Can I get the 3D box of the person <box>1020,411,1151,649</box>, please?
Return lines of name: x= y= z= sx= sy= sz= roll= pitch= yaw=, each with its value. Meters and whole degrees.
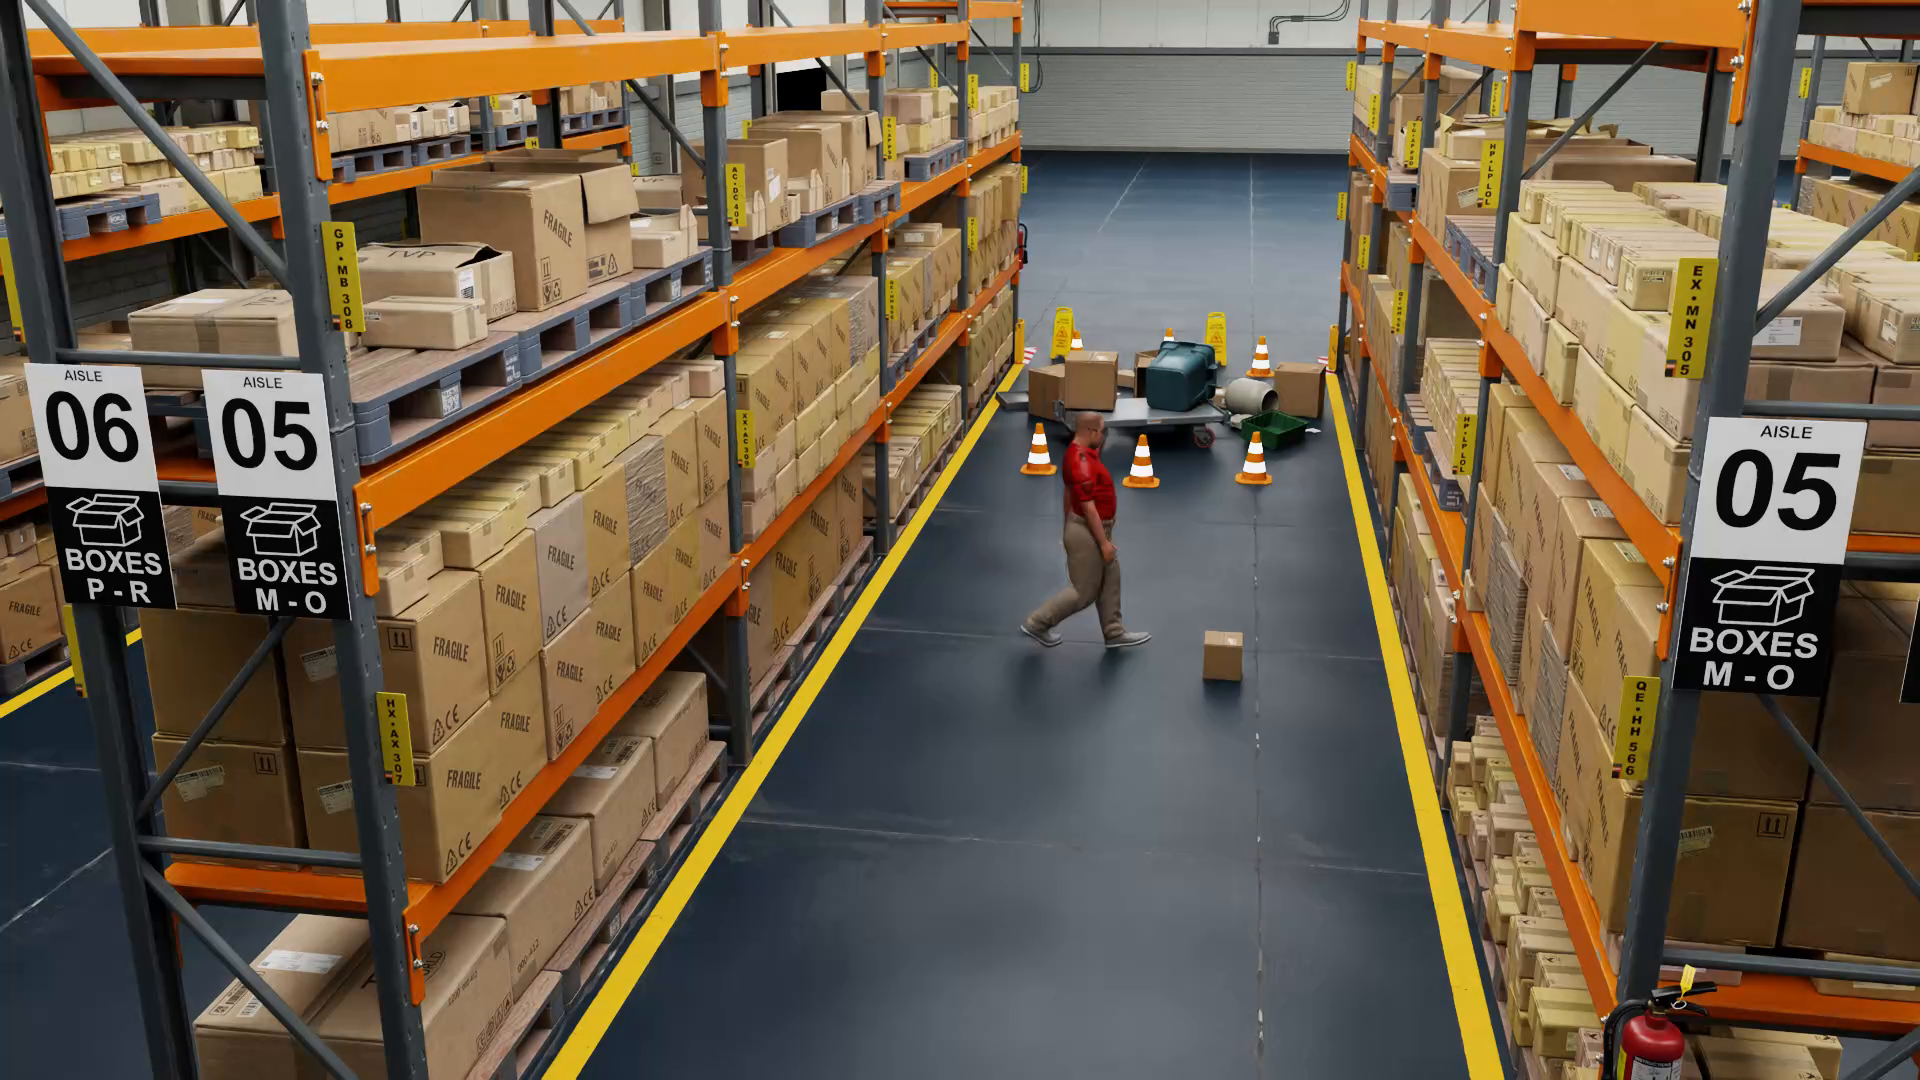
person: x=0.866 y=-0.043 z=11.225 sx=0.905 sy=1.699 sz=0.582 roll=1 pitch=18 yaw=3
